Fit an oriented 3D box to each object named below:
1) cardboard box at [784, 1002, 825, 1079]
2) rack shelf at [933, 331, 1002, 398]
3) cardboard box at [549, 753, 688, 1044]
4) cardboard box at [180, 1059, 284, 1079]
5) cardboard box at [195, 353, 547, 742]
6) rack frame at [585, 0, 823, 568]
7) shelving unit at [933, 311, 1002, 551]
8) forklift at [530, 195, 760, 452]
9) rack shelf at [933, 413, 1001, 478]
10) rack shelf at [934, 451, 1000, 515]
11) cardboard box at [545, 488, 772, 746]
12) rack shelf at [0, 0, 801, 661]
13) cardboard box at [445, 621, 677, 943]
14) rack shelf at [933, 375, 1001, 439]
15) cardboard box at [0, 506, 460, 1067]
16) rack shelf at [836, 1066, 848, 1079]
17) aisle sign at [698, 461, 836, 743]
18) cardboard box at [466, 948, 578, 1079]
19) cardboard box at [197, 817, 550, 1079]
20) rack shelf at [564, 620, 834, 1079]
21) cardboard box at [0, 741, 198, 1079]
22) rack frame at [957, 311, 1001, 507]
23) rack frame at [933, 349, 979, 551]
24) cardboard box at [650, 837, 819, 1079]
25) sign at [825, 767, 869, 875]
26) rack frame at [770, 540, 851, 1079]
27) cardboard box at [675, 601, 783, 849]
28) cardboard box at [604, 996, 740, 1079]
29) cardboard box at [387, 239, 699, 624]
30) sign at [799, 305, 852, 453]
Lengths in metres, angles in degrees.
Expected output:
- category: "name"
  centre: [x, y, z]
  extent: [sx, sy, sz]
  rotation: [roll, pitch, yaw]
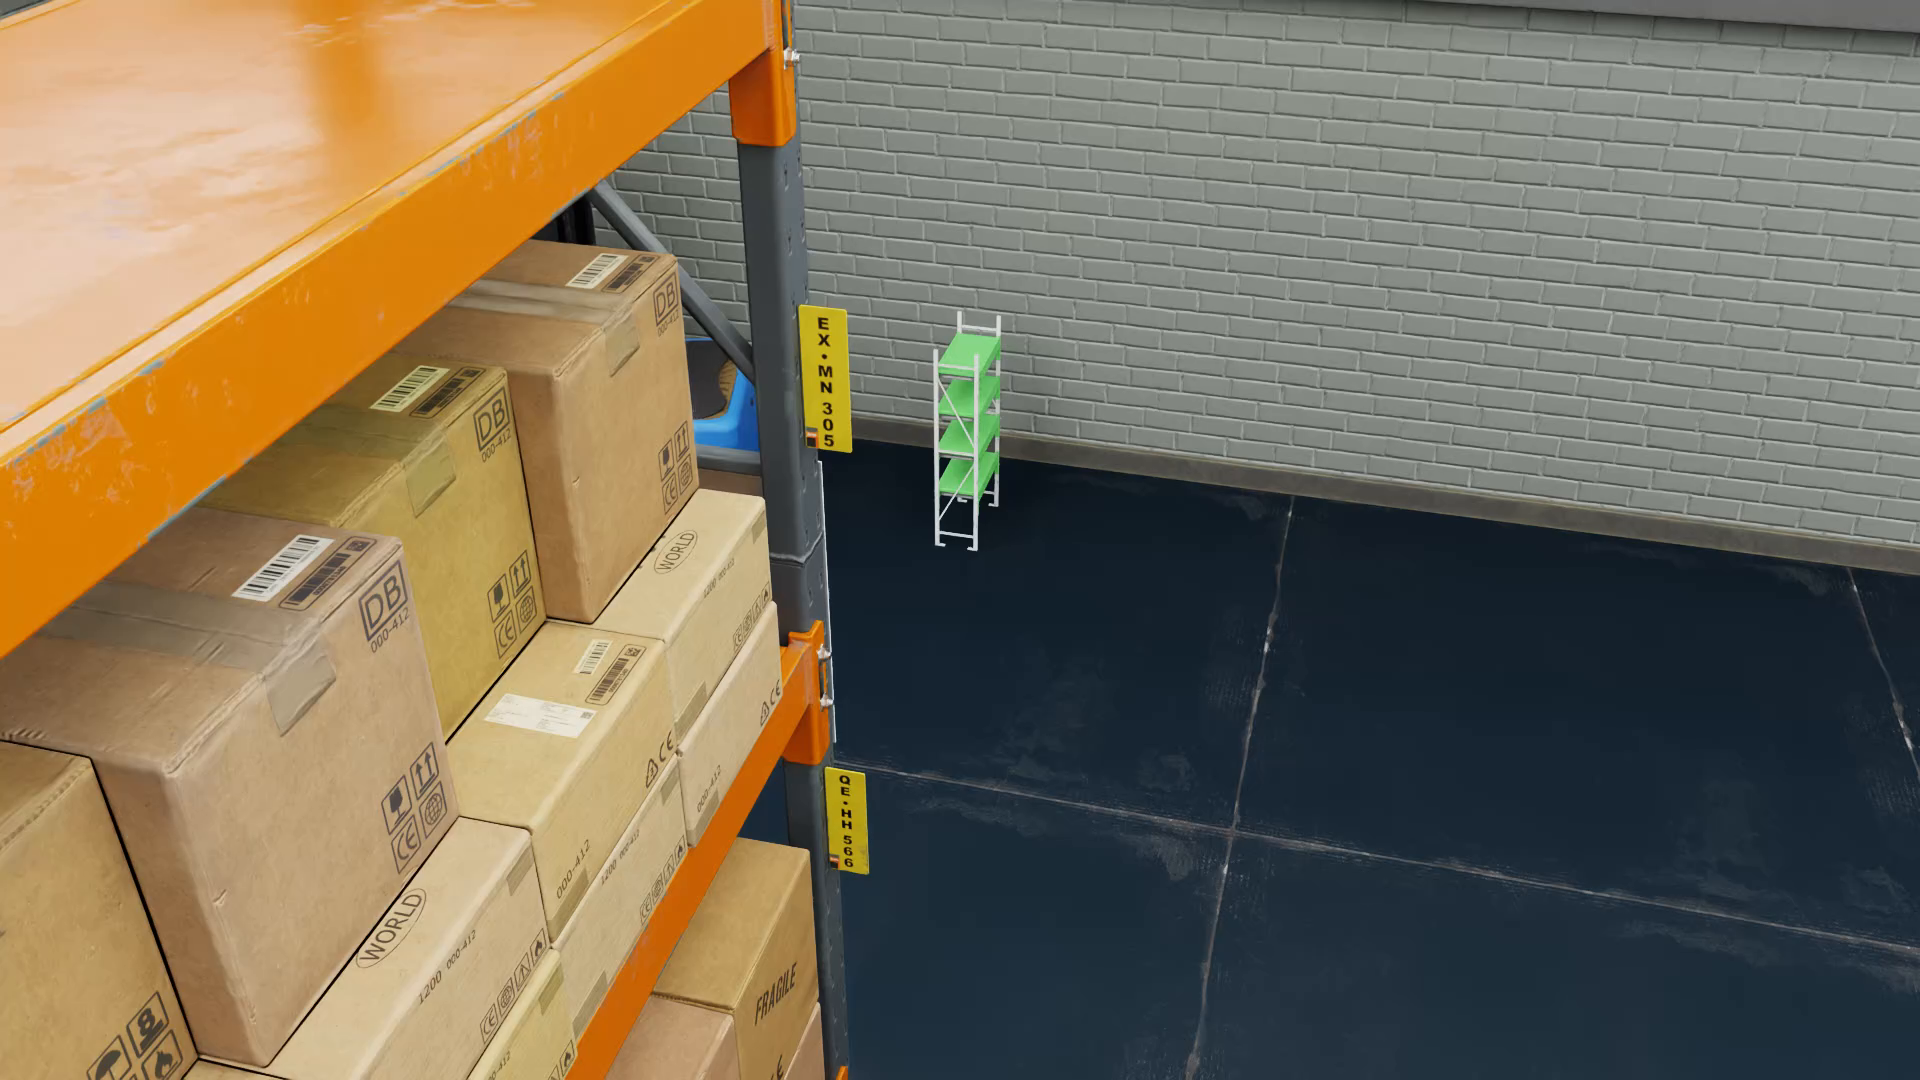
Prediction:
- category: "cardboard box"
  centre: [-0.658, 1.453, 4.146]
  extent: [0.500, 0.500, 0.500]
  rotation: [9, 34, 14]
- category: "rack shelf"
  centre: [0.042, -0.943, 8.910]
  extent: [0.258, 0.148, 0.480]
  rotation: [8, 33, 12]
- category: "cardboard box"
  centre: [-0.820, 0.583, 2.950]
  extent: [0.500, 0.250, 0.500]
  rotation: [8, 33, 12]
- category: "cardboard box"
  centre: [-1.069, 0.892, 1.999]
  extent: [0.500, 0.250, 0.500]
  rotation: [8, 33, 12]
- category: "cardboard box"
  centre: [-1.131, 0.012, 2.684]
  extent: [0.700, 0.500, 0.500]
  rotation: [8, 33, 12]
- category: "rack frame"
  centre: [-0.807, -1.306, 2.987]
  extent: [1.000, 3.000, 0.127]
  rotation: [8, 33, 12]
- category: "shelving unit"
  centre: [0.042, -0.592, 9.133]
  extent: [0.258, 1.200, 0.503]
  rotation: [8, 33, 12]
- category: "forklift"
  centre: [-2.607, -1.176, 8.437]
  extent: [3.031, 2.935, 1.130]
  rotation: [0, 32, 0]
- category: "rack shelf"
  centre: [0.042, -0.538, 9.167]
  extent: [0.258, 0.148, 0.480]
  rotation: [8, 33, 12]
- category: "rack shelf"
  centre: [0.042, -0.336, 9.296]
  extent: [0.258, 0.148, 0.480]
  rotation: [8, 33, 12]
- category: "cardboard box"
  centre: [-0.691, 0.113, 3.224]
  extent: [0.500, 0.250, 0.500]
  rotation: [8, 33, 12]
- category: "rack shelf"
  centre: [-1.315, 0.036, 1.548]
  extent: [1.077, 0.370, 4.000]
  rotation: [8, 33, 12]
- category: "cardboard box"
  centre: [-0.818, 0.373, 2.816]
  extent: [0.500, 0.250, 0.500]
  rotation: [8, 33, 12]
- category: "rack shelf"
  centre: [0.042, -0.741, 9.039]
  extent: [0.258, 0.148, 0.480]
  rotation: [8, 33, 12]
- category: "cardboard box"
  centre: [-1.154, 0.286, 2.253]
  extent: [0.700, 0.500, 0.500]
  rotation: [8, 33, 12]
- category: "rack shelf"
  centre: [-1.315, 2.567, 3.157]
  extent: [1.077, 0.370, 4.000]
  rotation: [8, 33, 12]
- category: "aisle sign"
  centre: [-0.494, 0.134, 3.889]
  extent: [0.394, 0.787, 0.004]
  rotation: [8, 33, 12]
- category: "cardboard box"
  centre: [-0.934, 0.844, 2.539]
  extent: [0.500, 0.250, 0.500]
  rotation: [8, 33, 12]
- category: "cardboard box"
  centre: [-0.948, 0.631, 2.408]
  extent: [0.500, 0.250, 0.500]
  rotation: [8, 33, 12]
- category: "rack shelf"
  centre: [-1.315, 1.301, 2.352]
  extent: [1.077, 0.370, 4.000]
  rotation: [8, 33, 12]
- category: "cardboard box"
  centre: [-1.371, 0.533, 1.865]
  extent: [0.700, 0.500, 0.500]
  rotation: [8, 33, 12]
- category: "rack frame"
  centre: [0.104, -0.719, 9.332]
  extent: [0.240, 1.200, 0.015]
  rotation: [8, 33, 12]
- category: "rack frame"
  centre: [-0.020, -0.466, 8.934]
  extent: [0.240, 1.200, 0.015]
  rotation: [8, 33, 12]
- category: "cardboard box"
  centre: [-0.654, 1.030, 3.879]
  extent: [0.500, 0.500, 0.500]
  rotation: [8, 33, 12]
- category: "sign"
  centre: [-0.276, 0.689, 4.066]
  extent: [0.100, 0.325, 0.005]
  rotation: [8, 33, 12]
- category: "rack frame"
  centre: [-0.807, 1.225, 4.597]
  extent: [1.000, 3.000, 0.127]
  rotation: [8, 33, 12]
- category: "cardboard box"
  centre: [-0.683, 0.325, 3.356]
  extent: [0.500, 0.250, 0.500]
  rotation: [8, 33, 12]
- category: "cardboard box"
  centre: [-0.782, 1.292, 3.467]
  extent: [0.500, 0.500, 0.500]
  rotation: [9, 34, 14]
- category: "cardboard box"
  centre: [-0.922, -0.236, 3.074]
  extent: [0.700, 0.500, 0.500]
  rotation: [8, 33, 12]
- category: "sign"
  centre: [-0.276, -0.328, 3.419]
  extent: [0.100, 0.325, 0.005]
  rotation: [8, 33, 12]
